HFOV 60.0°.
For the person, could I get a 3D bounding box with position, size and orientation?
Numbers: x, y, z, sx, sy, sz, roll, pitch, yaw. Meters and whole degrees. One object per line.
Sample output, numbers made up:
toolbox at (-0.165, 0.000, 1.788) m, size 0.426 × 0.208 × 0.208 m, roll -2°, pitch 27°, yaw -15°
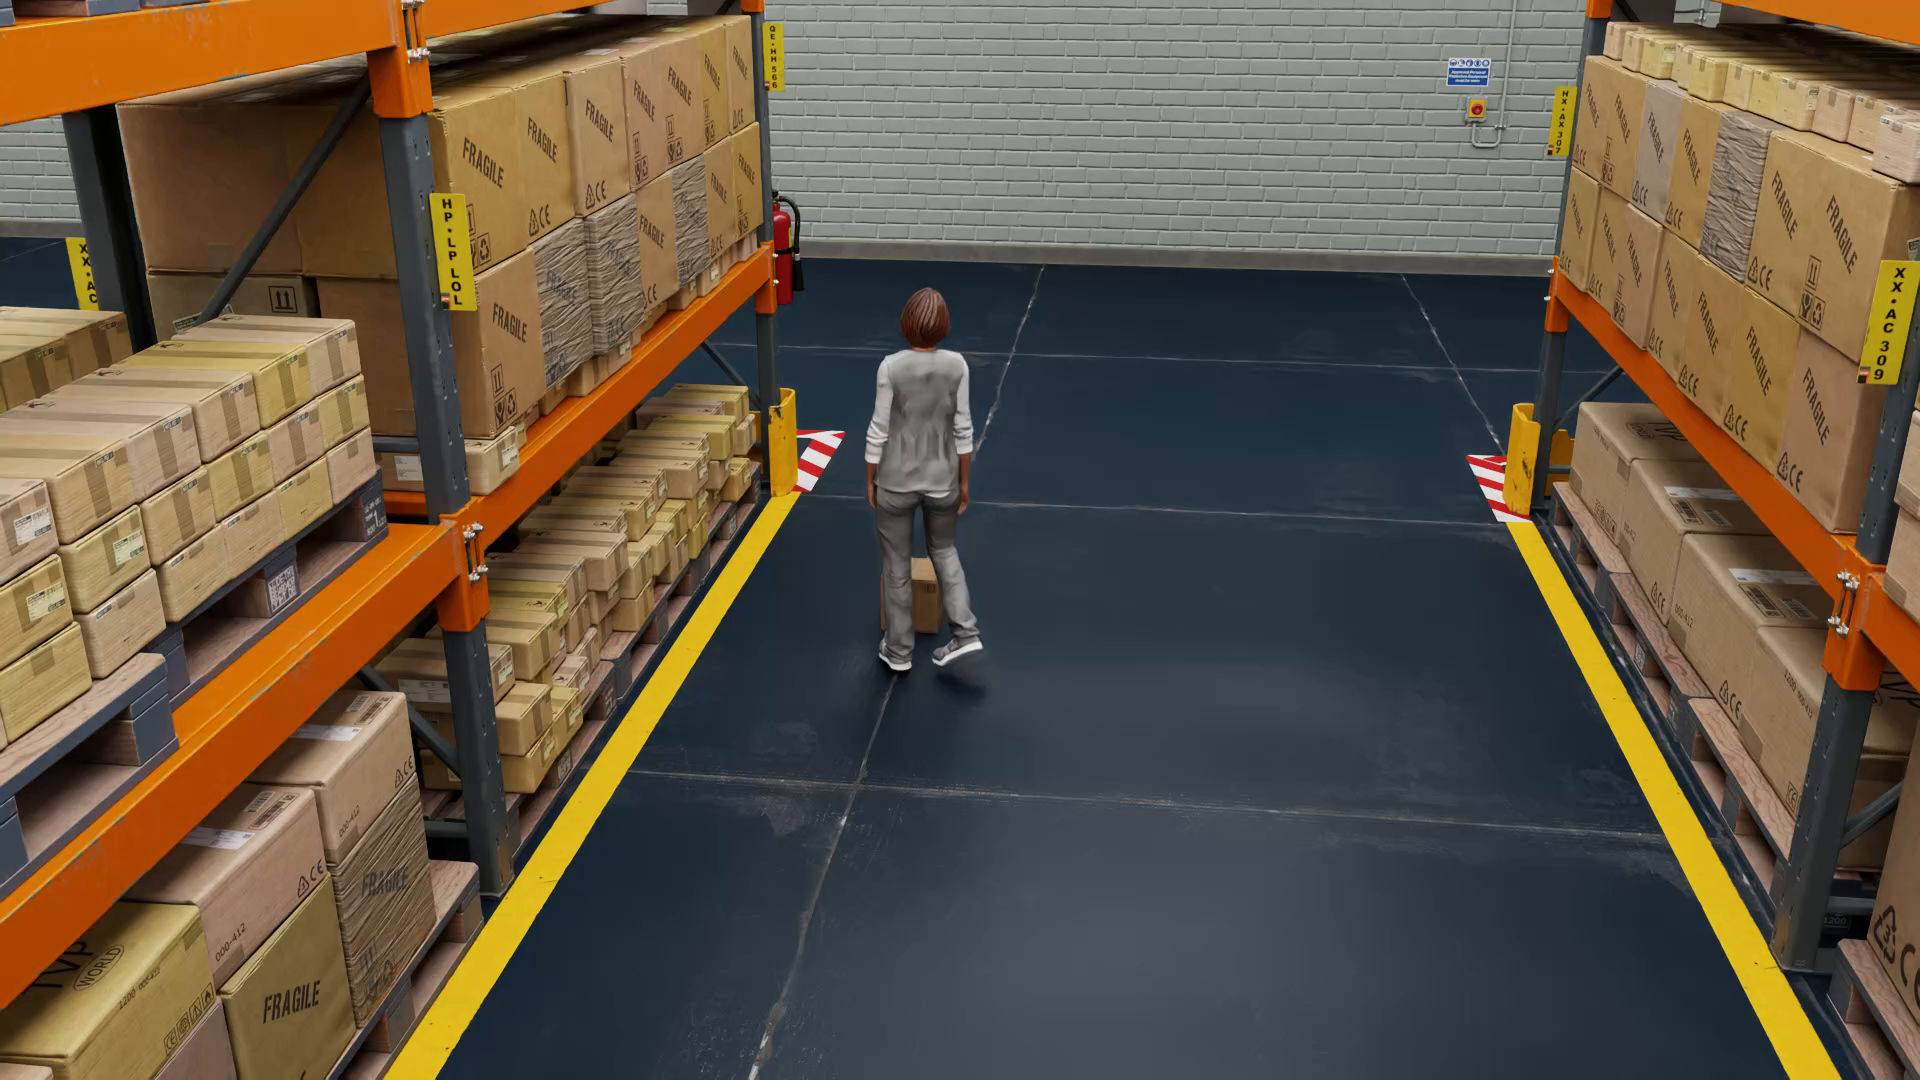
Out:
person at (-0.160, -0.205, 6.616) m, size 0.422 × 1.583 × 0.469 m, roll -7°, pitch 23°, yaw -18°
